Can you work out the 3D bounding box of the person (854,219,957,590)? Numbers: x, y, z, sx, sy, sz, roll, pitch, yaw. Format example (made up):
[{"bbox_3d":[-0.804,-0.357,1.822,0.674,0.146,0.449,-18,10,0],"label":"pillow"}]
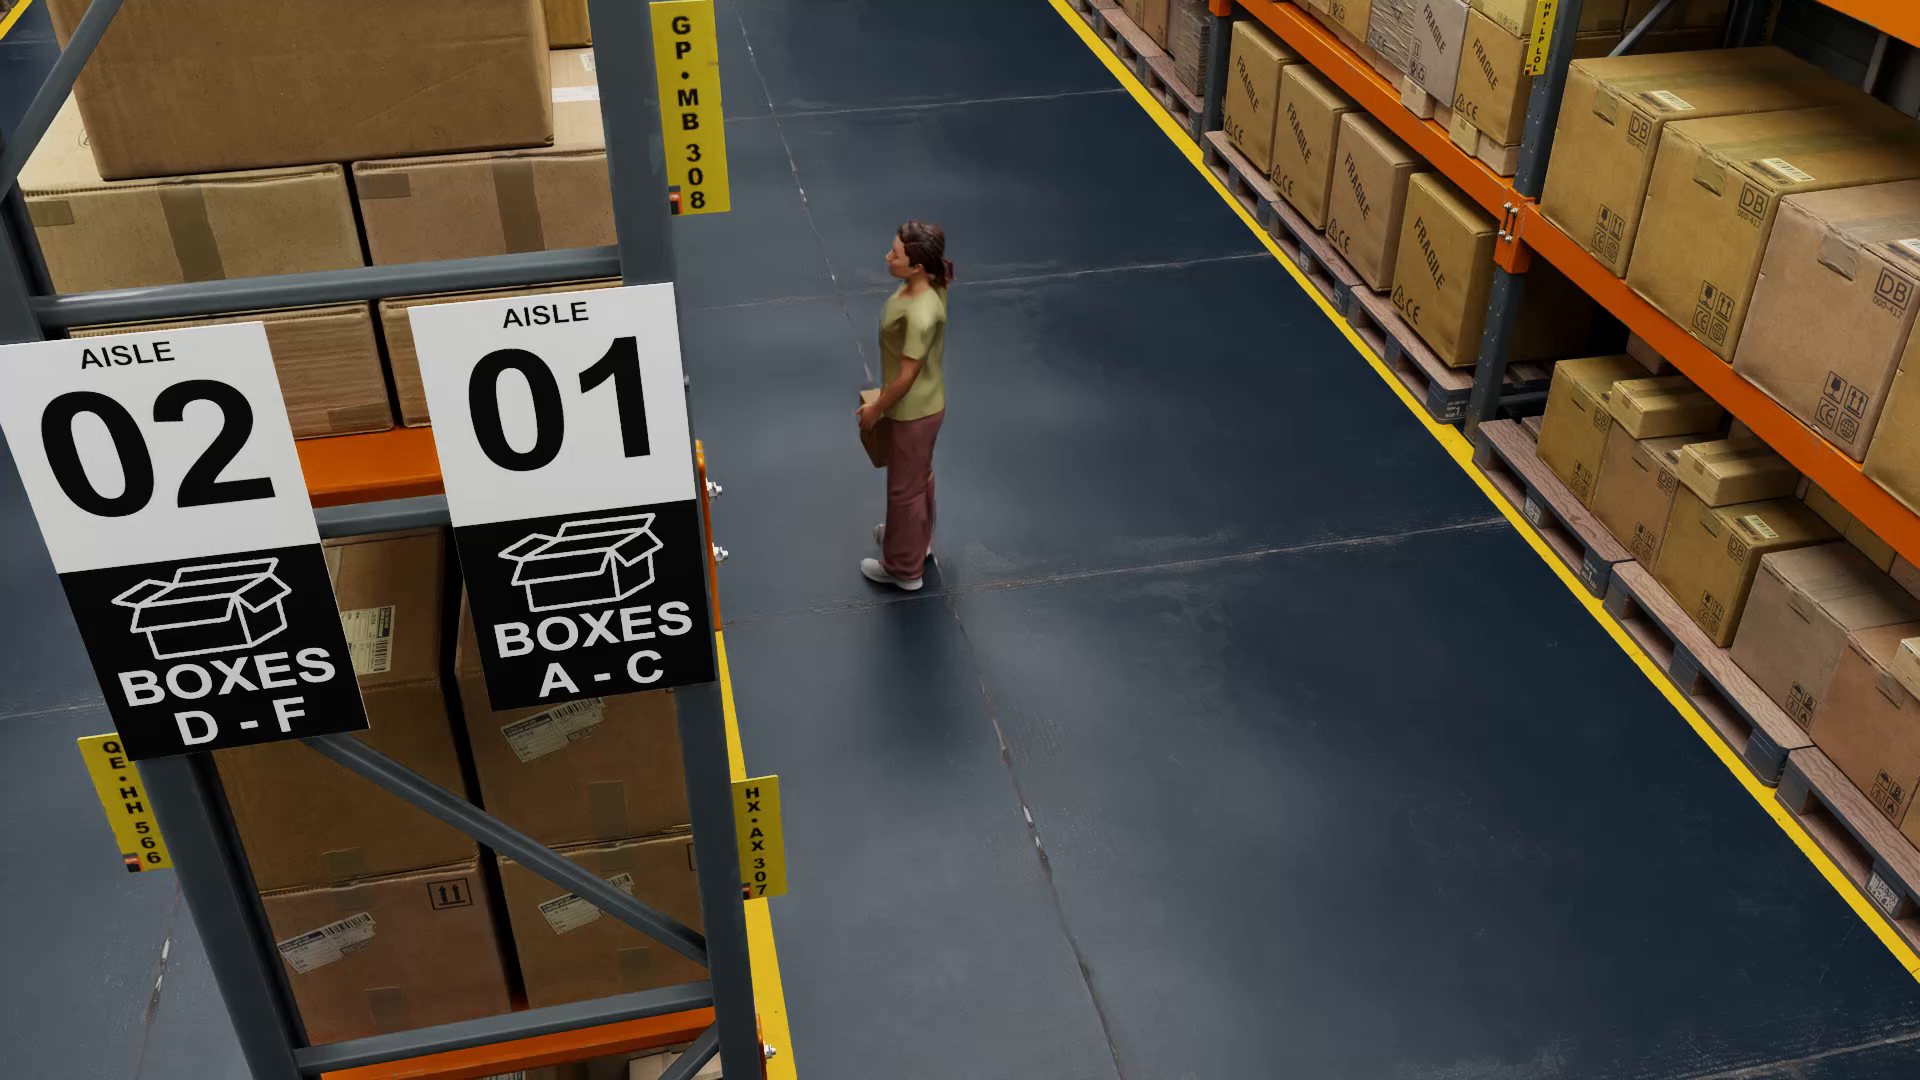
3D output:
[{"bbox_3d":[-0.224,-0.573,6.947,0.433,1.684,0.526,1,34,1],"label":"person"}]
